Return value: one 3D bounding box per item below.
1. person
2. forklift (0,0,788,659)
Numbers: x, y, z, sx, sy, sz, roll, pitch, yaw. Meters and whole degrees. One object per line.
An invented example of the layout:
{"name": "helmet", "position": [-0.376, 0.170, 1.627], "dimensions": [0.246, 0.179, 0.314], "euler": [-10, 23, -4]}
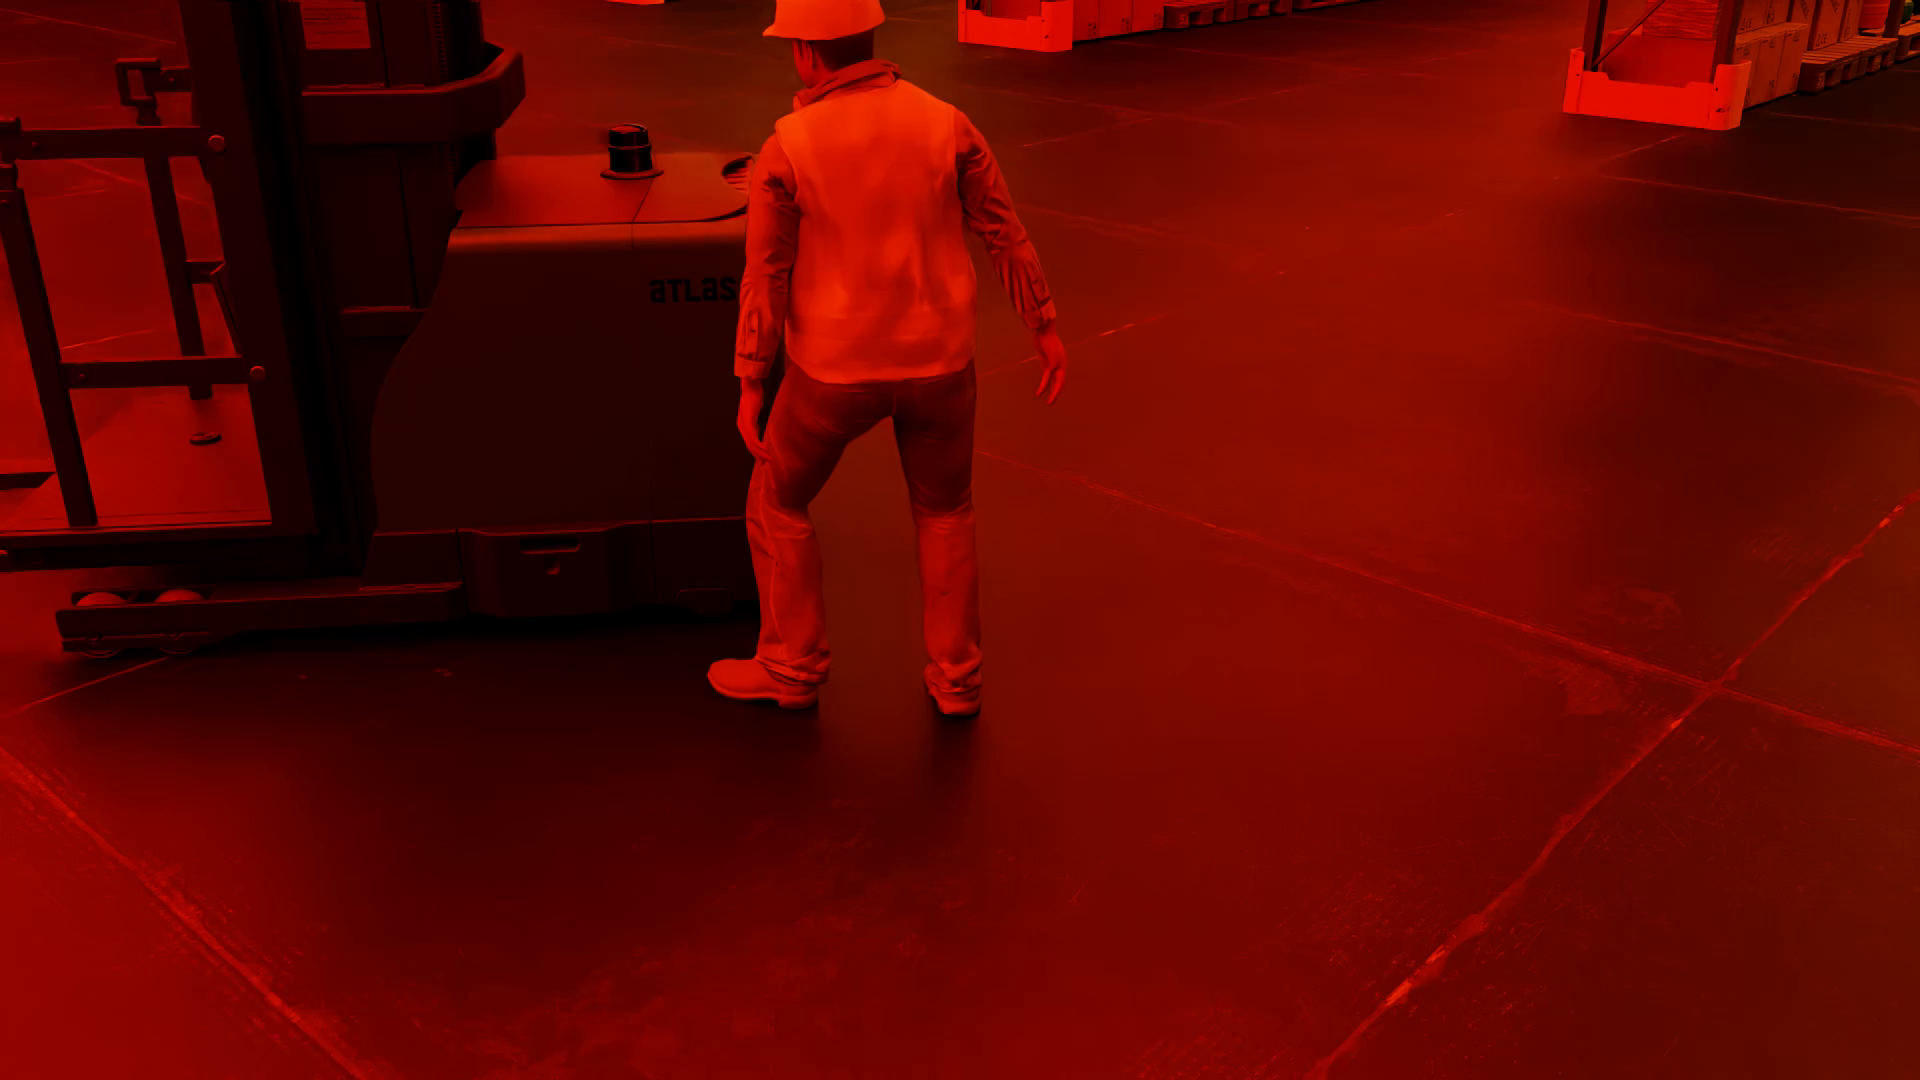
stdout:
{"name": "person", "position": [-0.189, -0.417, 3.826], "dimensions": [0.870, 1.745, 0.469], "euler": [-4, 24, -10]}
{"name": "forklift", "position": [-1.990, -1.261, 4.203], "dimensions": [3.031, 2.935, 1.130], "euler": [-3, 24, -6]}
